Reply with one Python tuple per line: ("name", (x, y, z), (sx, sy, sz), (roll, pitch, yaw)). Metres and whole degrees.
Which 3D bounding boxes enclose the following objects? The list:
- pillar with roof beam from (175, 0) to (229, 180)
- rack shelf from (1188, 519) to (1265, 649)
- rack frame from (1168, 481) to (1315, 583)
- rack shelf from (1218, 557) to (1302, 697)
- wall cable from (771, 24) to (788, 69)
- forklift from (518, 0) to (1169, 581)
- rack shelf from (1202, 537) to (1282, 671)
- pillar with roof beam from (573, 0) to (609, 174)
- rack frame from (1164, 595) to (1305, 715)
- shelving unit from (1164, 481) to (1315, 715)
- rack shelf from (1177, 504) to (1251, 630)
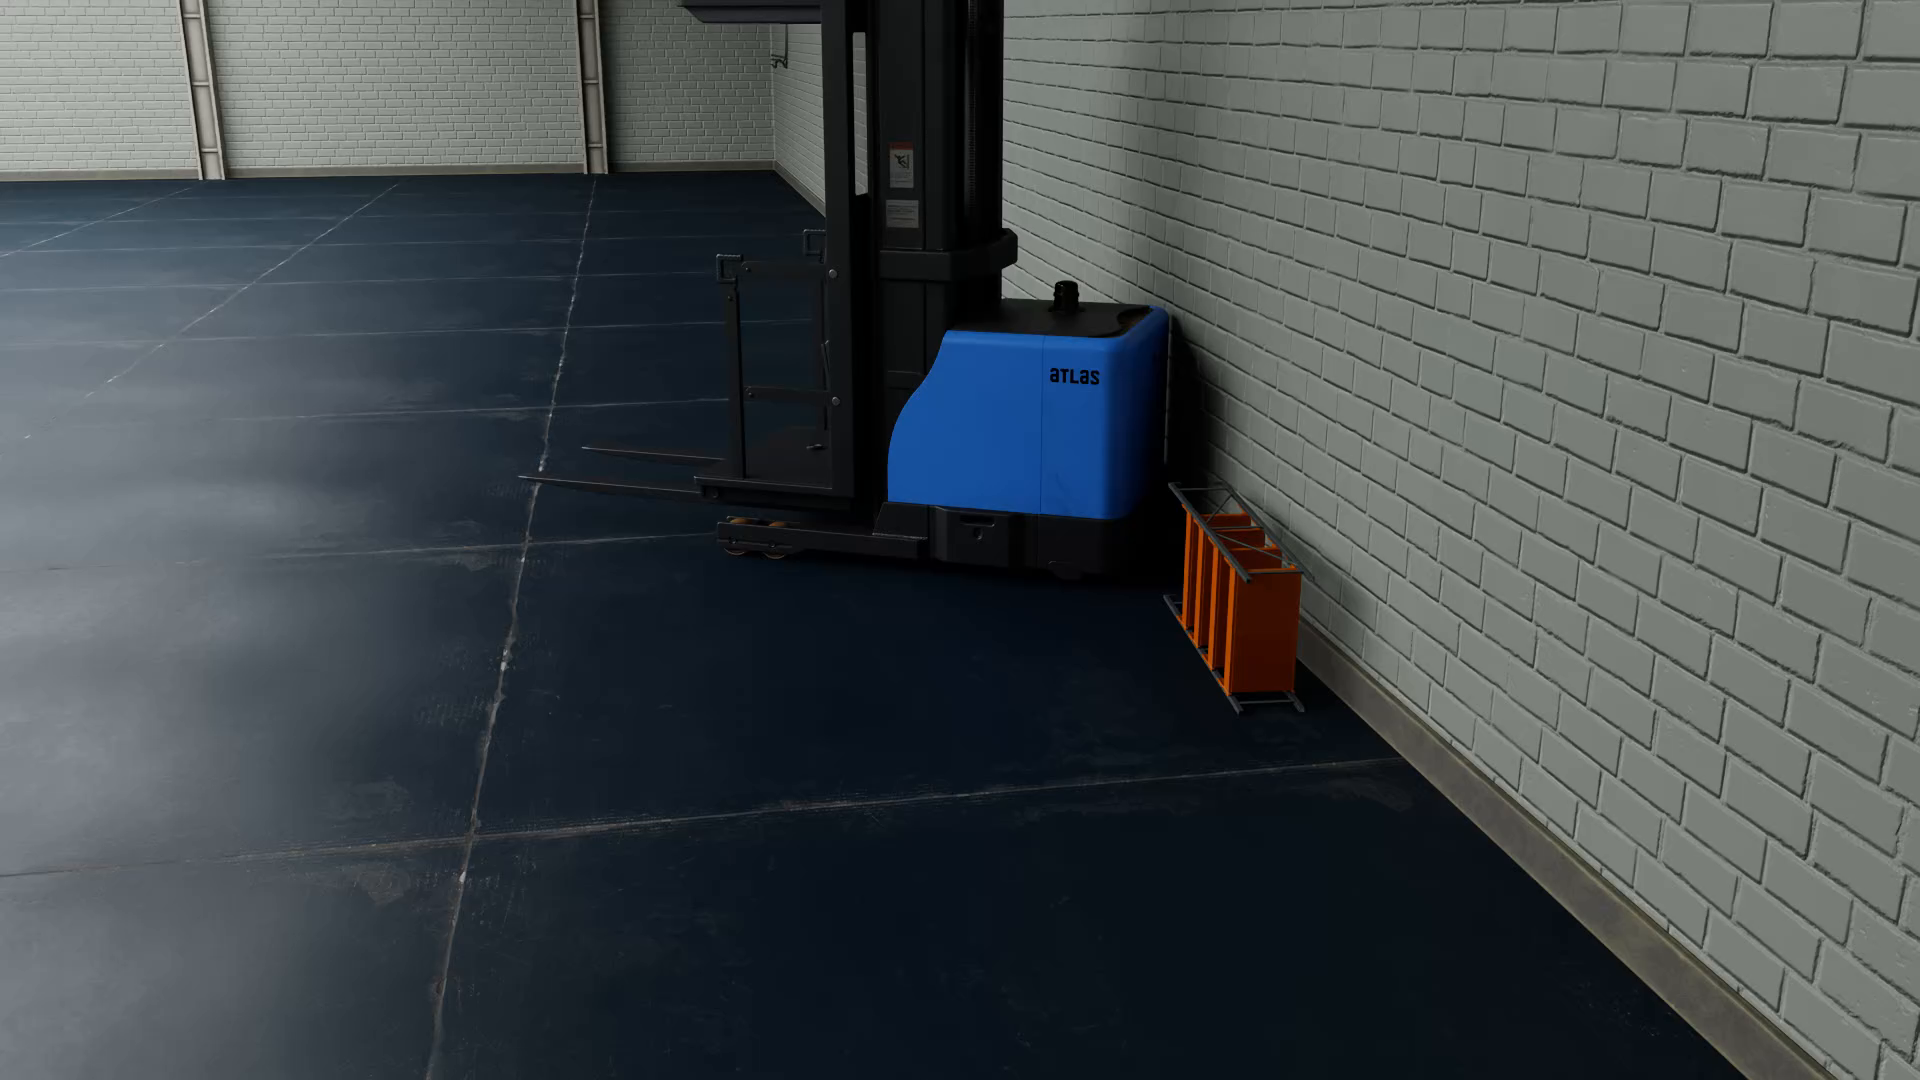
("pillar with roof beam", (-11.144, -8.854, 21.312), (0.400, 9.000, 9.100), (-3, 17, -10))
("rack shelf", (1.025, 0.165, 6.382), (0.258, 0.480, 0.148), (-2, 18, -6))
("rack frame", (1.032, -0.047, 6.243), (0.240, 0.015, 1.200), (-2, 18, -6))
("rack shelf", (1.072, 0.306, 5.947), (0.258, 0.480, 0.148), (-2, 18, -6))
("wall cable", (-2.926, -8.728, 26.189), (0.112, 2.526, 3.097), (-3, 17, -10))
("forklift", (-0.597, -1.456, 7.559), (3.031, 2.935, 1.130), (5, 18, 17))
("rack shelf", (1.048, 0.233, 6.170), (0.258, 0.480, 0.148), (-2, 18, -6))
("pillar with roof beam", (-5.253, -9.188, 22.400), (0.400, 9.000, 9.100), (-3, 17, -10))
("rack frame", (1.032, 0.417, 6.394), (0.240, 0.015, 1.200), (-2, 18, -6))
("shelving unit", (1.032, 0.185, 6.318), (0.258, 0.503, 1.200), (-2, 18, -6))
("rack shelf", (1.005, 0.104, 6.570), (0.258, 0.480, 0.148), (-2, 18, -6))
